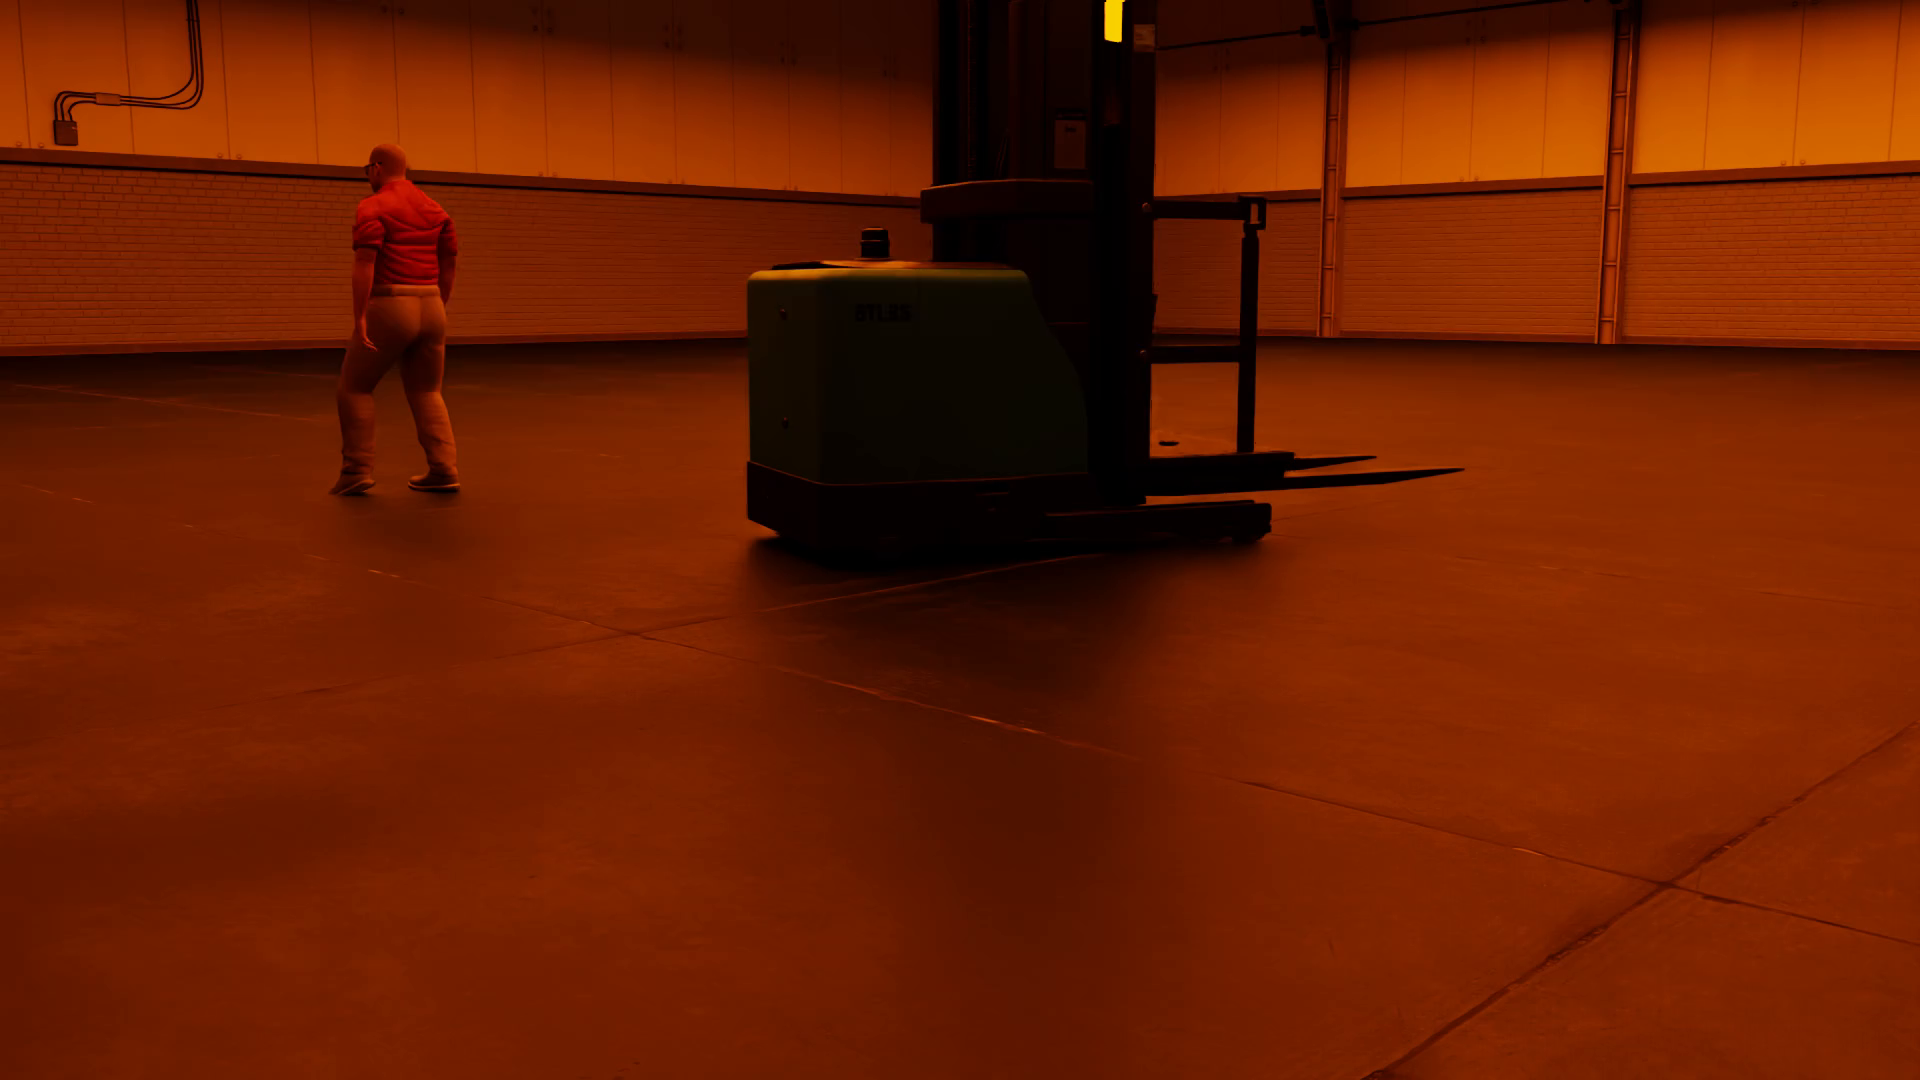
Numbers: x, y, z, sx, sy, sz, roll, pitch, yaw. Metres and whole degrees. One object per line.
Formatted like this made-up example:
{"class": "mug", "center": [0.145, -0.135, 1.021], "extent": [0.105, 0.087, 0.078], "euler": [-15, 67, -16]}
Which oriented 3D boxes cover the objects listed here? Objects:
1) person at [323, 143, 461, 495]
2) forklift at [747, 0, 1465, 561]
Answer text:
{"class": "person", "center": [-2.813, -1.064, 8.260], "extent": [0.562, 1.775, 0.641], "euler": [6, 10, 33]}
{"class": "forklift", "center": [0.696, -1.495, 6.802], "extent": [3.031, 2.935, 1.130], "euler": [-4, 9, -23]}
